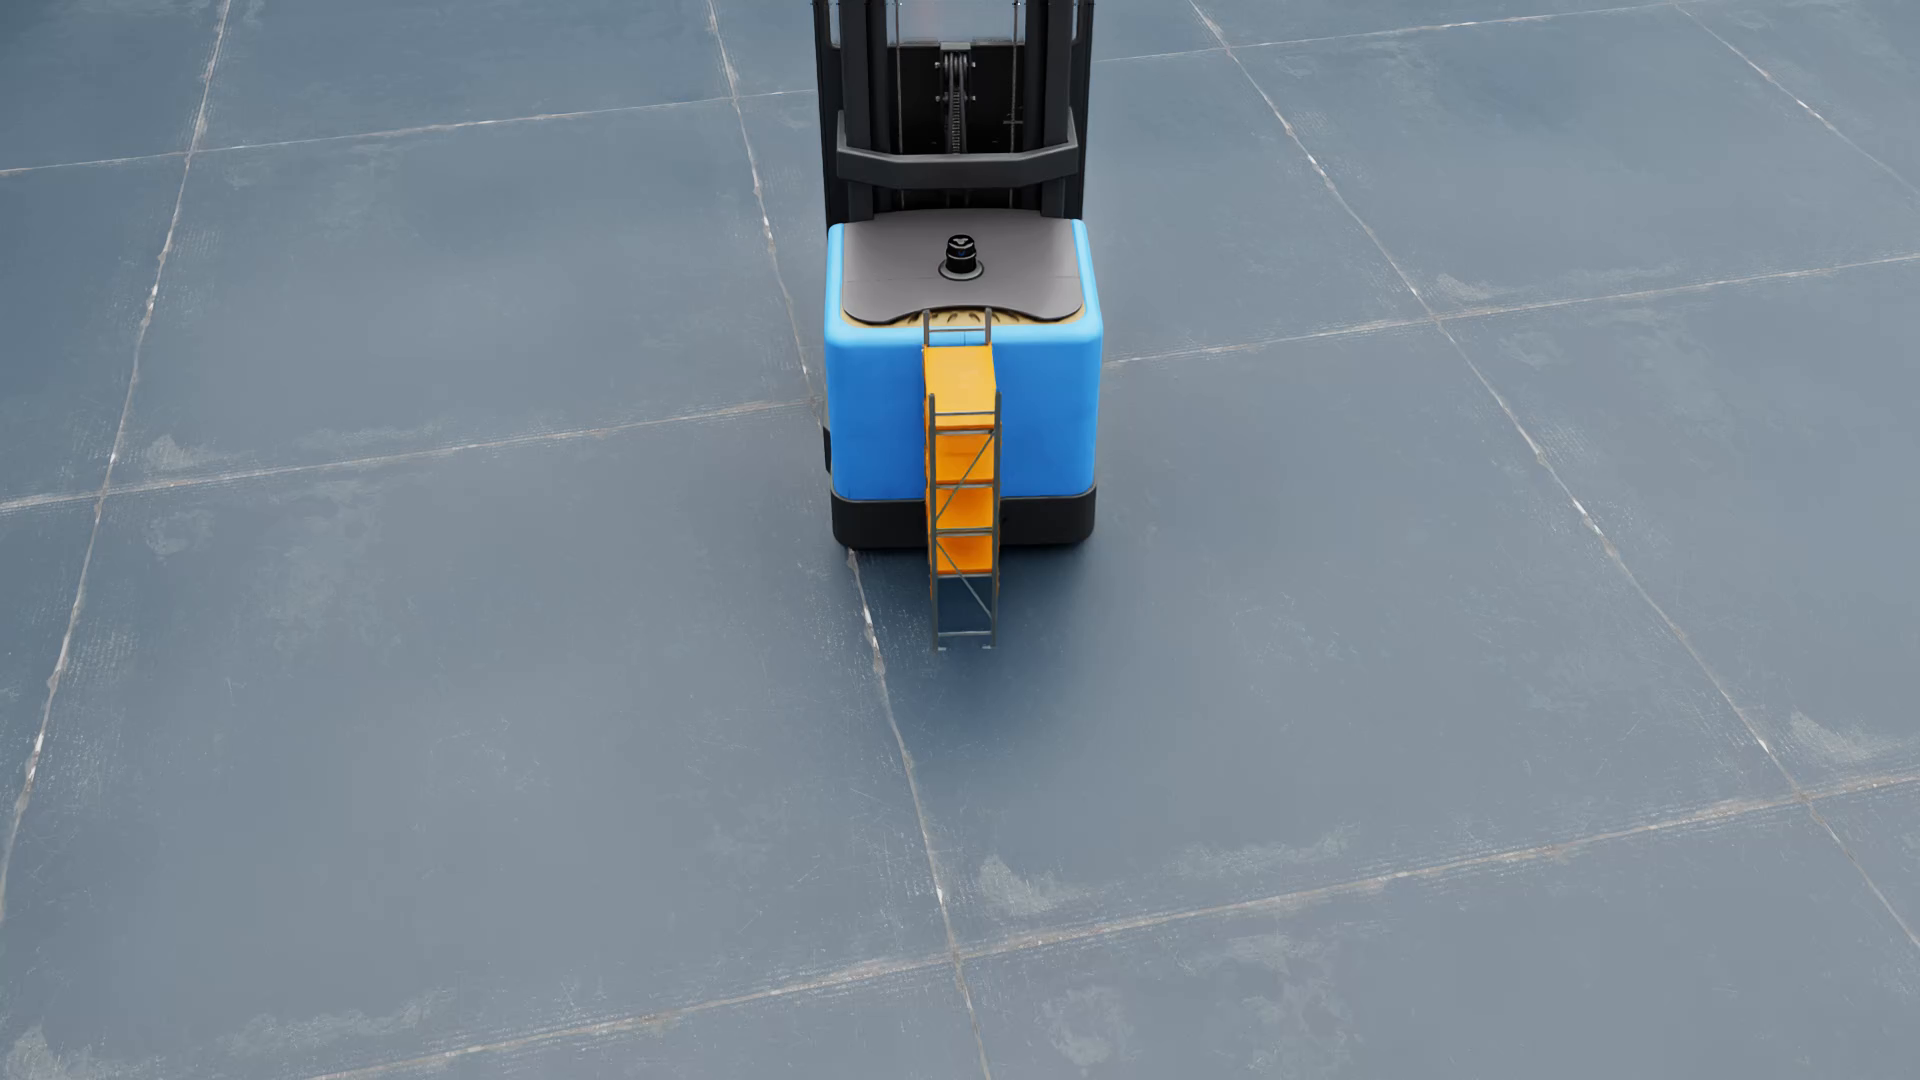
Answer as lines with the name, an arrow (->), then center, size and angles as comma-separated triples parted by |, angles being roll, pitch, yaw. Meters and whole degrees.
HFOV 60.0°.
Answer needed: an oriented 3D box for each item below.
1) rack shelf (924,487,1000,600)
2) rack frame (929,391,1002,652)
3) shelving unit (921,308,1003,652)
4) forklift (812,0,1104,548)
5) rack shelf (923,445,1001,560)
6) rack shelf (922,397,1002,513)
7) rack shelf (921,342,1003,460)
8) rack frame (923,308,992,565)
rack shelf -> 0.004, 0.002, 6.245 | 0.258, 0.148, 0.480 | -2, 42, -2
rack frame -> 0.017, -0.035, 5.886 | 0.240, 1.200, 0.015 | -2, 42, -2
shelving unit -> 0.004, -0.197, 6.068 | 0.258, 1.200, 0.503 | -2, 42, -2
forklift -> -0.035, -2.023, 6.822 | 1.130, 2.935, 3.031 | -1, 42, -2
rack shelf -> 0.004, -0.147, 6.113 | 0.258, 0.148, 0.480 | -2, 42, -2
rack shelf -> 0.004, -0.314, 5.964 | 0.258, 0.148, 0.480 | -2, 42, -2
rack shelf -> 0.004, -0.491, 5.807 | 0.258, 0.148, 0.480 | -2, 42, -2
rack frame -> -0.009, -0.359, 6.250 | 0.240, 1.200, 0.015 | -2, 42, -2
